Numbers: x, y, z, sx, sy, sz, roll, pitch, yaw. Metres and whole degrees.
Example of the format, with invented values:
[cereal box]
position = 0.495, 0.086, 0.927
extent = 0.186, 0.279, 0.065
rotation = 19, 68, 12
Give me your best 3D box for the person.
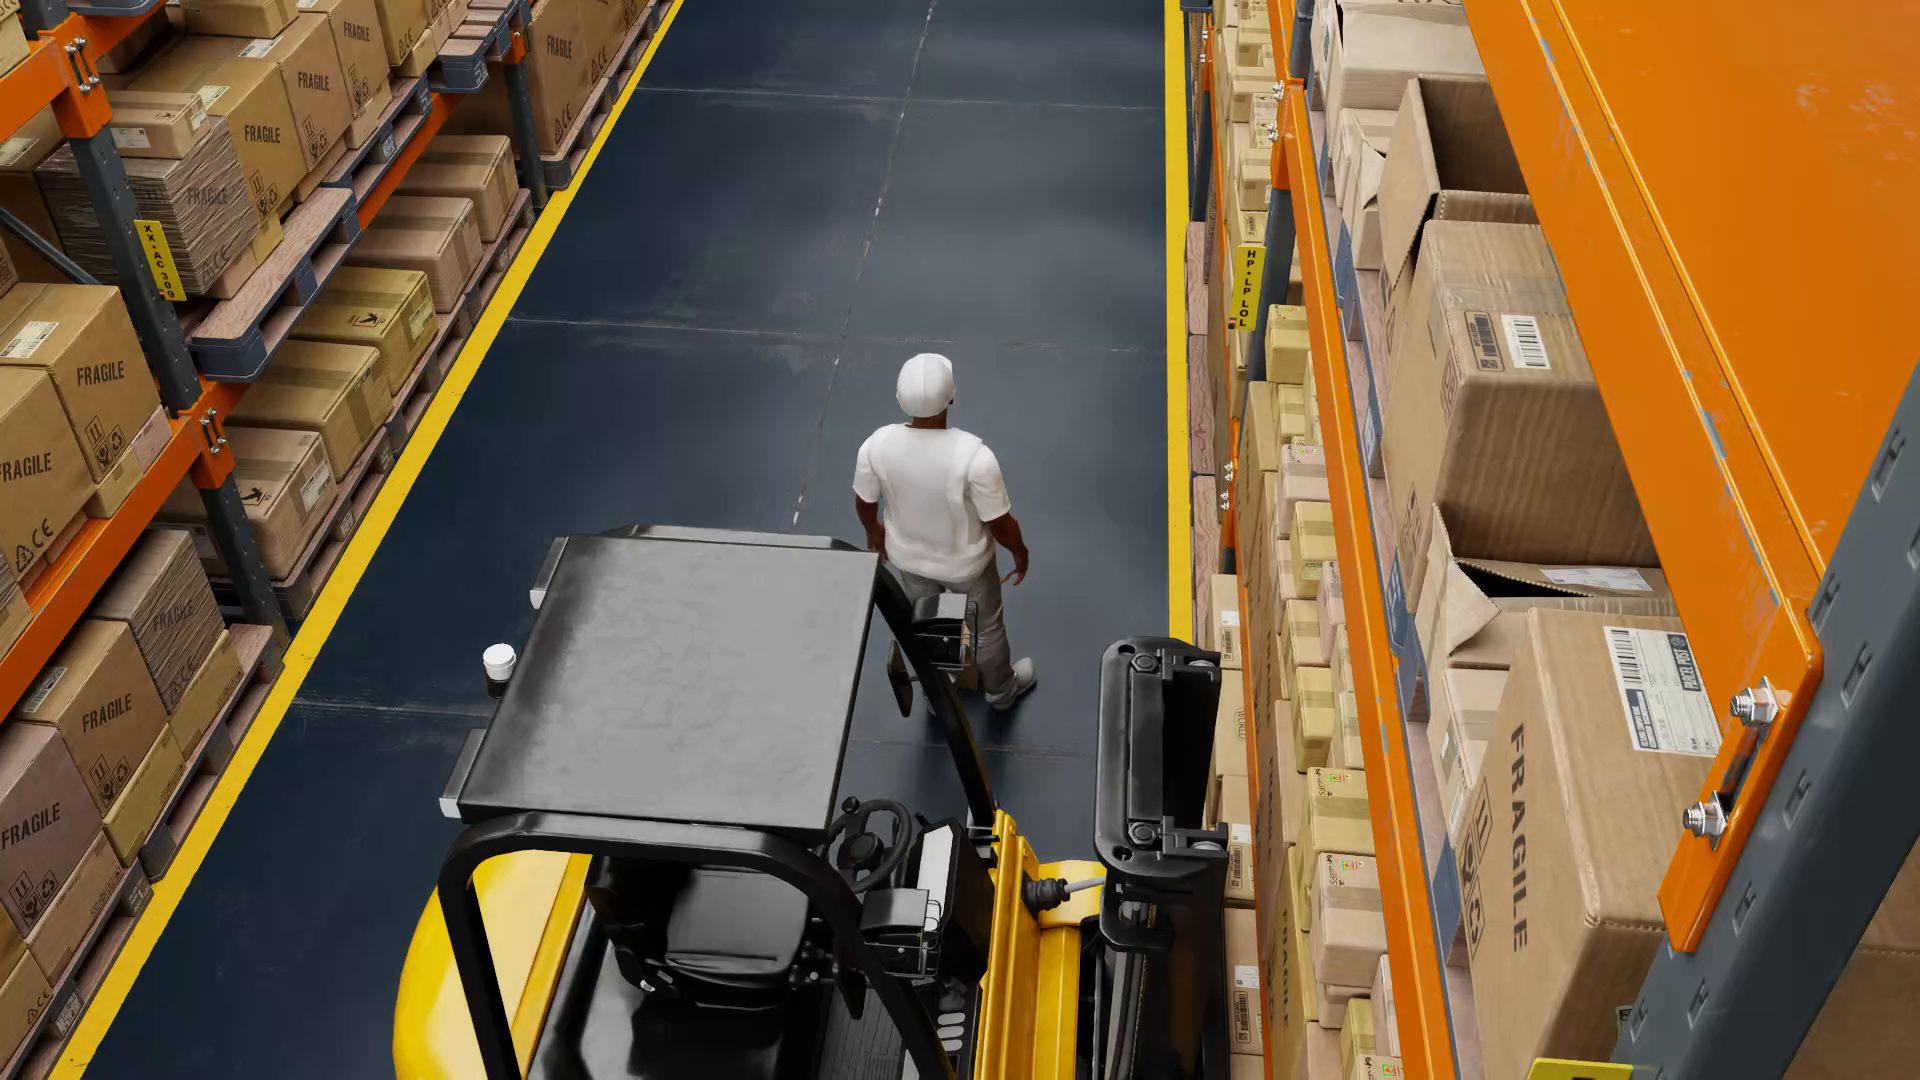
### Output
[person]
position = -0.043, -0.015, 6.435
extent = 0.666, 1.765, 0.577
rotation = 12, 41, 14
